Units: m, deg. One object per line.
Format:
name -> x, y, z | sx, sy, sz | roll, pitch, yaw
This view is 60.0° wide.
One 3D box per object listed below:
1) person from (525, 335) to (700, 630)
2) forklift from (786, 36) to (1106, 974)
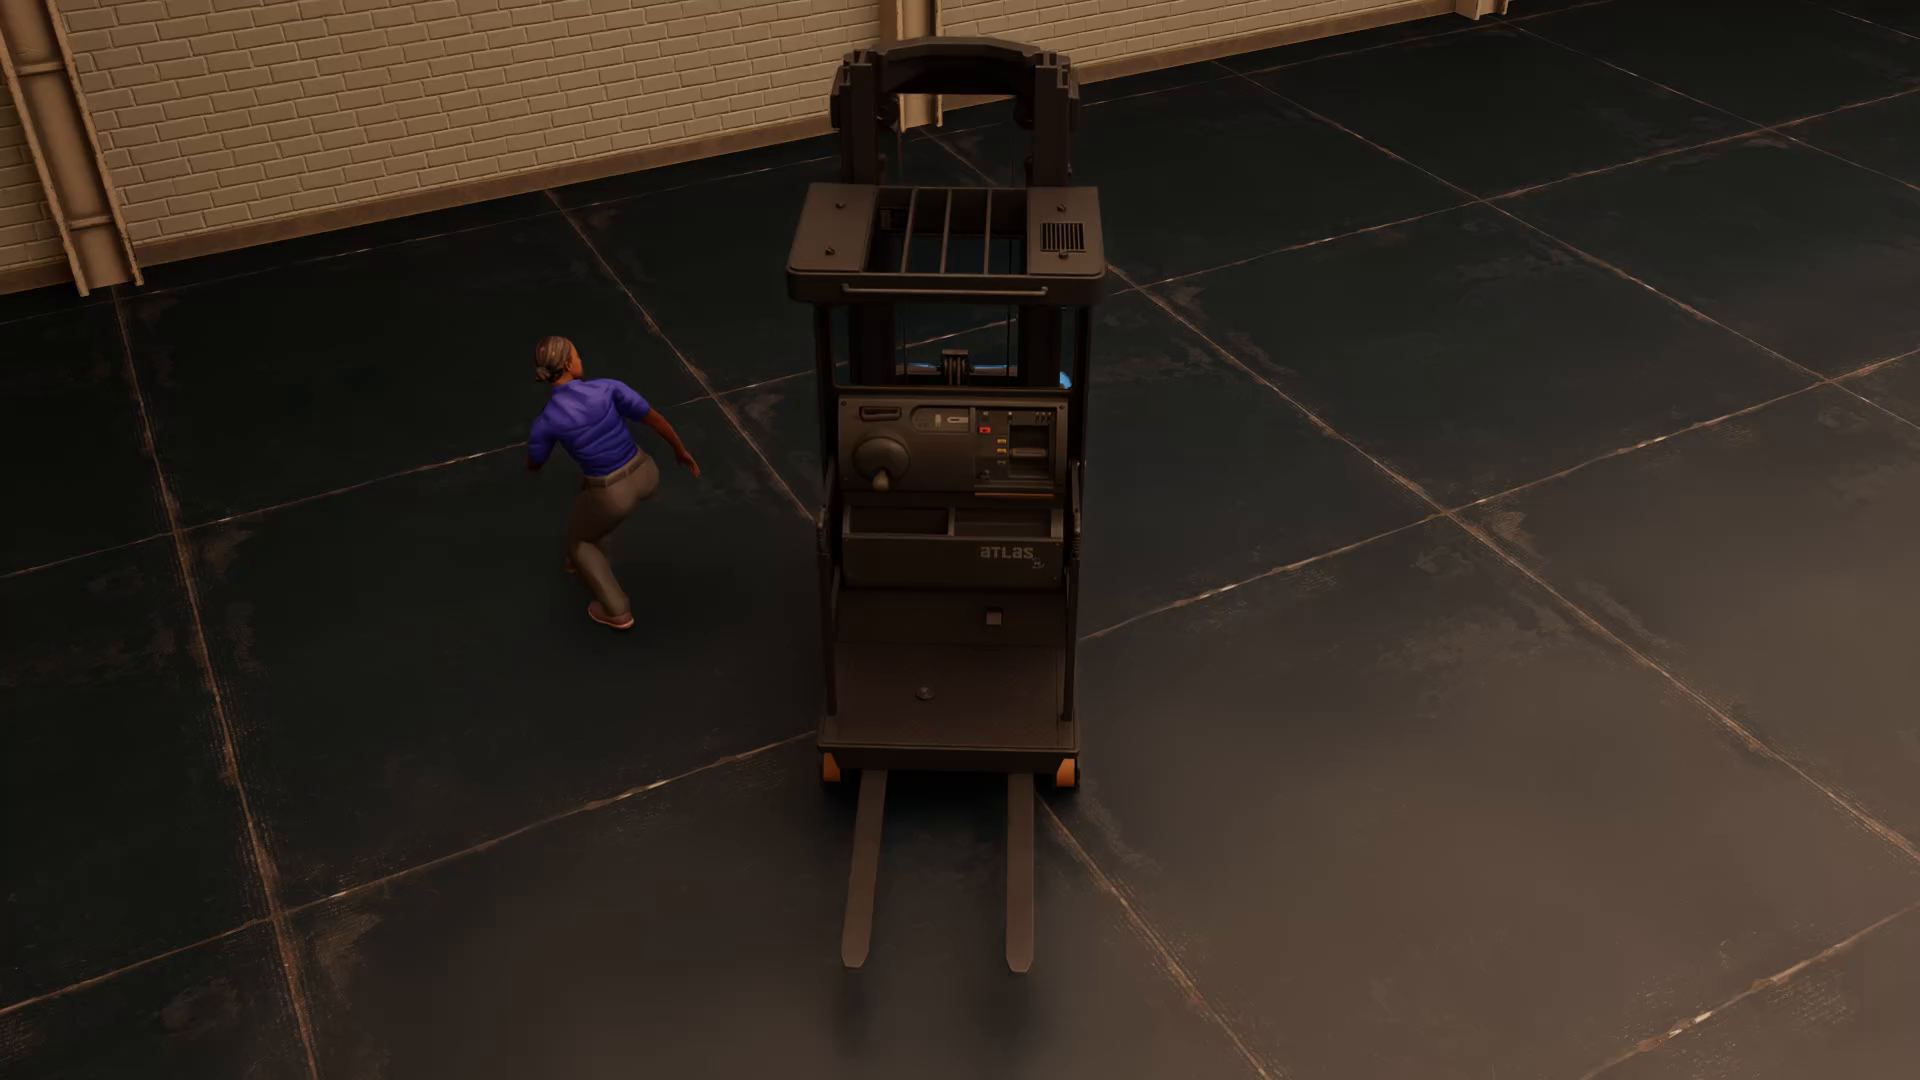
person -> -1.714, -0.346, 7.901 | 0.683, 1.477, 0.739 | -29, 44, -34
forklift -> -0.036, -0.321, 6.577 | 1.130, 2.935, 3.031 | 1, 35, 2
